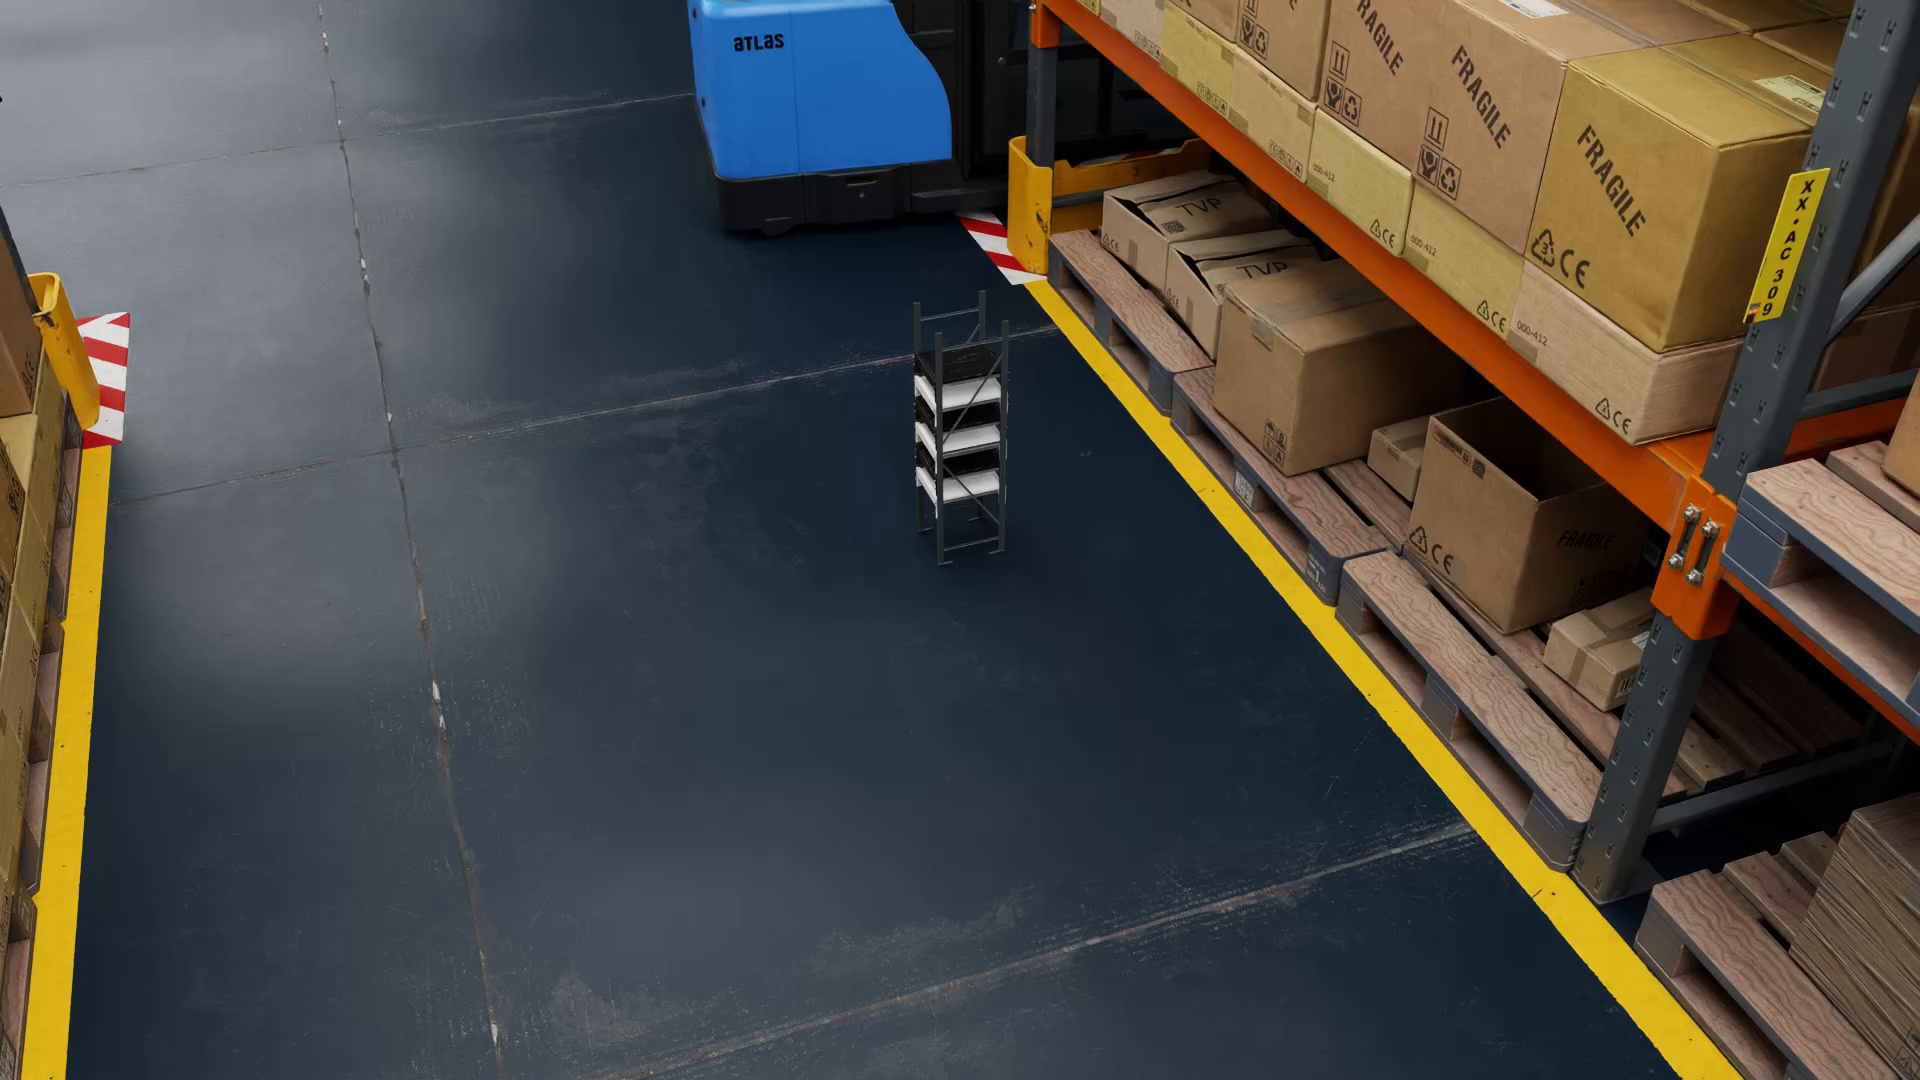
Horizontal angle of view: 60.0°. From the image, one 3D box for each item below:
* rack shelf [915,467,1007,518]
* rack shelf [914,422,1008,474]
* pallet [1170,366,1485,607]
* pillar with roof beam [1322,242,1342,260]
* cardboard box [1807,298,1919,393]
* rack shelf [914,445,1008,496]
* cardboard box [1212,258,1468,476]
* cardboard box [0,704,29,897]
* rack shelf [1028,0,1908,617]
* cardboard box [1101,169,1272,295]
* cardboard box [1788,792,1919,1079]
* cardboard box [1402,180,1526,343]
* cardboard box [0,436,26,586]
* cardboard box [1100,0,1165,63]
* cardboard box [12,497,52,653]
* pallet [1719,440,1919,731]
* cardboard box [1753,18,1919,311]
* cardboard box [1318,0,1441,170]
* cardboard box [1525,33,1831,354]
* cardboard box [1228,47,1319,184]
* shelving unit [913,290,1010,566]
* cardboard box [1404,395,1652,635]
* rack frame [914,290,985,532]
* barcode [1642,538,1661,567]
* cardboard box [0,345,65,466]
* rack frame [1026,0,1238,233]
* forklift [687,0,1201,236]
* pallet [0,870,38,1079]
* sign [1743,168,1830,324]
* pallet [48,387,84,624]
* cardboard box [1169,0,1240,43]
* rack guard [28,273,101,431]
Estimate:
[{"bbox_3d":[0.003,-0.184,5.602,0.258,0.077,0.200,-12,39,-16],"label":"rack shelf"},{"bbox_3d":[0.003,-0.328,5.493,0.258,0.077,0.200,-12,39,-16],"label":"rack shelf"},{"bbox_3d":[1.464,-0.301,5.974,1.003,0.211,1.213,-12,39,-16],"label":"pallet"},{"bbox_3d":[-2.213,-3.900,3.449,9.100,9.000,0.400,-12,39,-16],"label":"pillar with roof beam"},{"bbox_3d":[2.192,-0.610,4.175,0.500,0.250,0.500,-12,39,-15],"label":"cardboard box"},{"bbox_3d":[0.003,-0.256,5.547,0.258,0.077,0.200,-12,39,-16],"label":"rack shelf"},{"bbox_3d":[1.331,-0.633,5.809,0.700,0.500,0.500,-15,39,-19],"label":"cardboard box"},{"bbox_3d":[-2.707,0.714,4.245,0.500,0.250,0.500,-12,39,-16],"label":"cardboard box"},{"bbox_3d":[1.464,-1.195,5.441,1.077,0.370,4.000,-12,39,-16],"label":"rack shelf"},{"bbox_3d":[0.929,-1.304,6.857,0.500,0.311,0.500,-17,40,-21],"label":"cardboard box"},{"bbox_3d":[2.421,0.883,3.797,0.700,0.500,0.500,-11,38,-14],"label":"cardboard box"},{"bbox_3d":[1.541,-0.788,4.411,0.500,0.250,0.500,-12,39,-16],"label":"cardboard box"},{"bbox_3d":[-3.052,-0.150,4.769,0.500,0.500,0.500,-12,39,-16],"label":"cardboard box"},{"bbox_3d":[0.837,-1.928,5.925,0.500,0.250,0.500,-14,39,-17],"label":"cardboard box"},{"bbox_3d":[-3.055,0.150,4.994,0.500,0.250,0.500,-12,39,-16],"label":"cardboard box"},{"bbox_3d":[2.278,0.186,3.169,1.003,0.211,1.213,-12,39,-16],"label":"pallet"},{"bbox_3d":[2.186,-0.909,3.948,0.500,0.500,0.500,-13,39,-17],"label":"cardboard box"},{"bbox_3d":[1.359,-1.370,4.561,0.500,0.500,0.500,-14,39,-17],"label":"cardboard box"},{"bbox_3d":[1.699,-0.803,3.807,0.500,0.500,0.500,-13,39,-16],"label":"cardboard box"},{"bbox_3d":[1.179,-1.353,5.161,0.500,0.250,0.500,-12,39,-16],"label":"cardboard box"},{"bbox_3d":[0.003,-0.355,5.473,0.258,0.900,0.210,-12,39,-16],"label":"shelving unit"},{"bbox_3d":[1.757,-0.107,5.112,0.500,0.500,0.500,-15,40,-19],"label":"cardboard box"},{"bbox_3d":[-0.032,-0.412,5.549,0.240,0.900,0.006,-12,39,-16],"label":"rack frame"},{"bbox_3d":[2.141,0.040,5.148,0.001,0.075,0.075,-12,39,-16],"label":"barcode"},{"bbox_3d":[-3.412,-0.412,5.740,0.500,0.250,0.500,-12,39,-16],"label":"cardboard box"},{"bbox_3d":[0.776,-2.612,6.724,1.000,3.000,0.127,-12,39,-16],"label":"rack frame"},{"bbox_3d":[0.284,-3.012,7.312,3.031,2.935,1.130,-8,38,-11],"label":"forklift"},{"bbox_3d":[-2.732,1.331,3.807,1.003,0.211,1.213,-12,39,-16],"label":"pallet"},{"bbox_3d":[1.645,-0.581,3.309,0.100,0.325,0.005,-12,39,-16],"label":"sign"},{"bbox_3d":[-3.572,-0.047,5.637,1.003,0.211,1.213,-12,39,-16],"label":"pallet"},{"bbox_3d":[0.990,-1.953,5.335,0.500,0.500,0.500,-14,39,-17],"label":"cardboard box"},{"bbox_3d":[-3.883,-0.599,6.130,1.175,0.500,0.348,-12,39,-16],"label":"rack guard"}]
